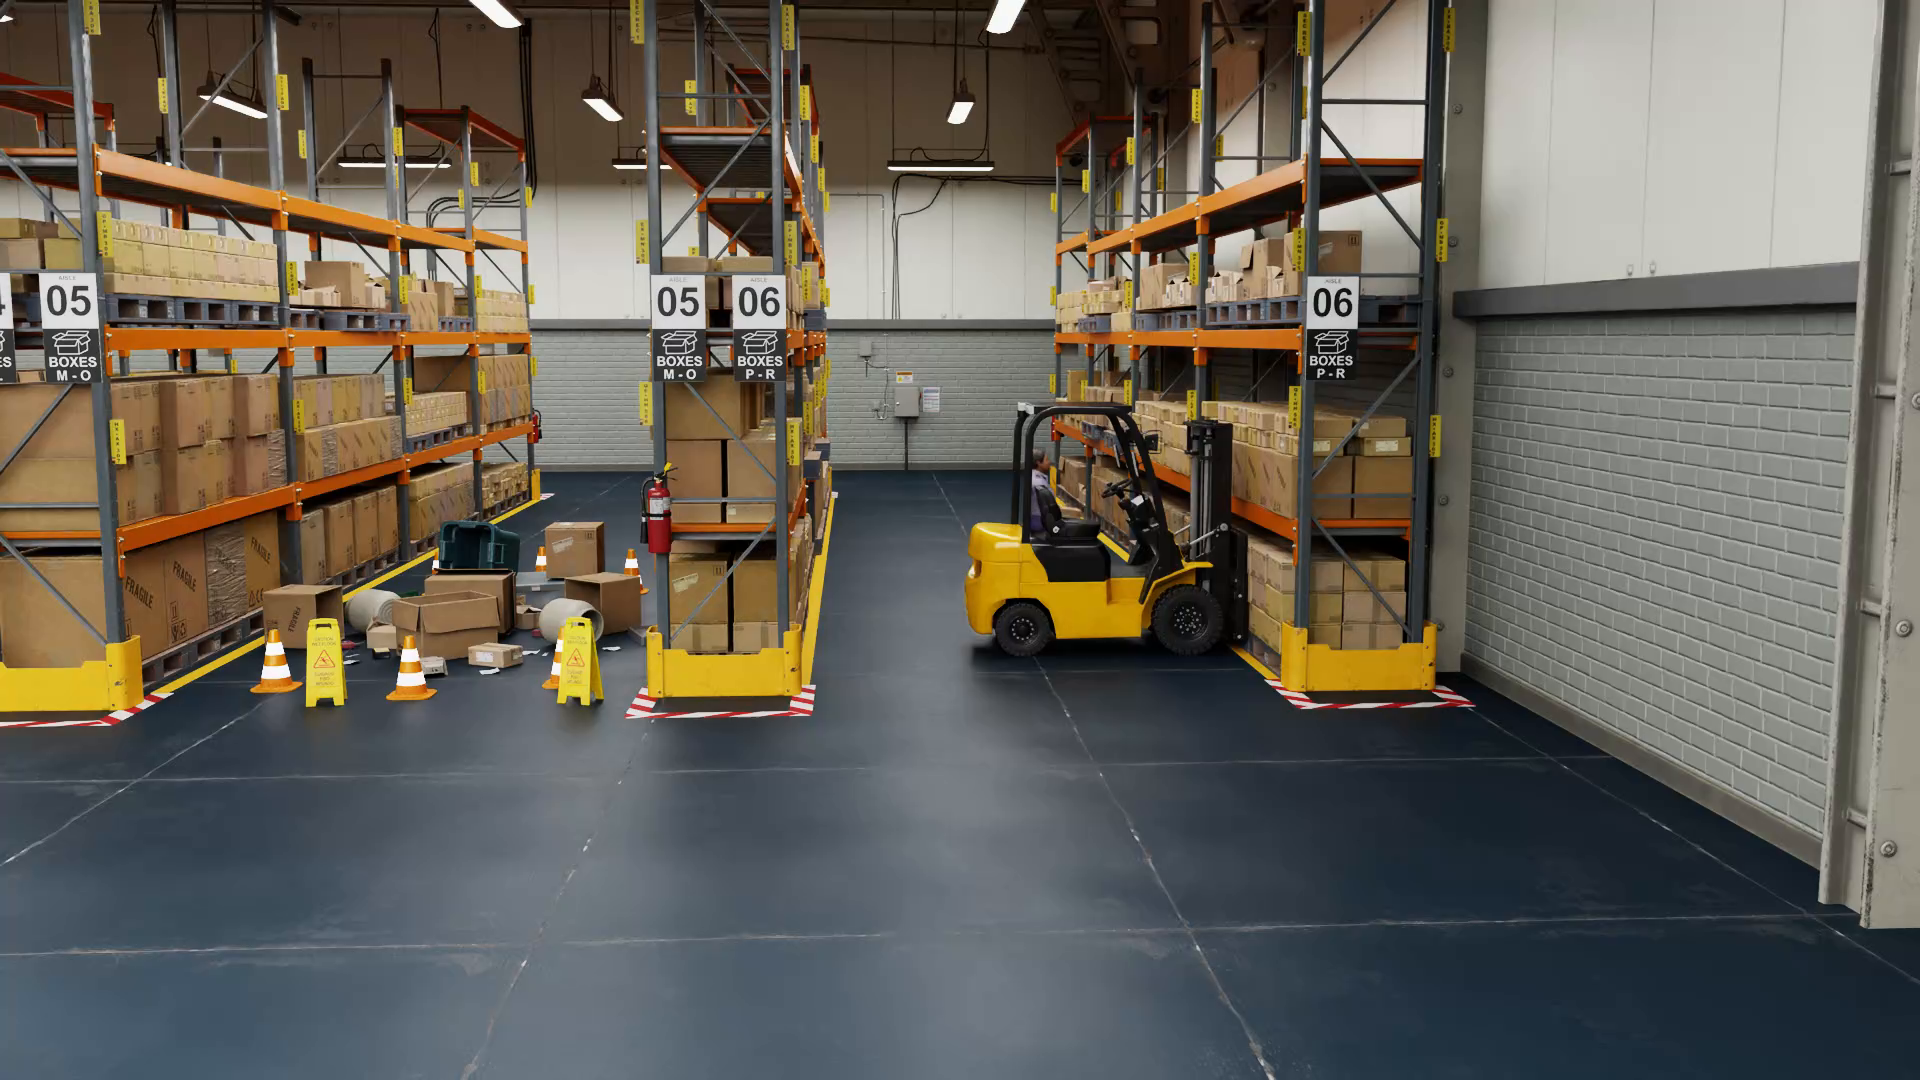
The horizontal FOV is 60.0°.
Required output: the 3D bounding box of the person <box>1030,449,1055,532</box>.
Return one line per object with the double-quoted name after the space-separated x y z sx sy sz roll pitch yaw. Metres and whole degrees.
0.858 -0.073 16.380 0.497 1.652 0.480 -1 7 -4 "person"
